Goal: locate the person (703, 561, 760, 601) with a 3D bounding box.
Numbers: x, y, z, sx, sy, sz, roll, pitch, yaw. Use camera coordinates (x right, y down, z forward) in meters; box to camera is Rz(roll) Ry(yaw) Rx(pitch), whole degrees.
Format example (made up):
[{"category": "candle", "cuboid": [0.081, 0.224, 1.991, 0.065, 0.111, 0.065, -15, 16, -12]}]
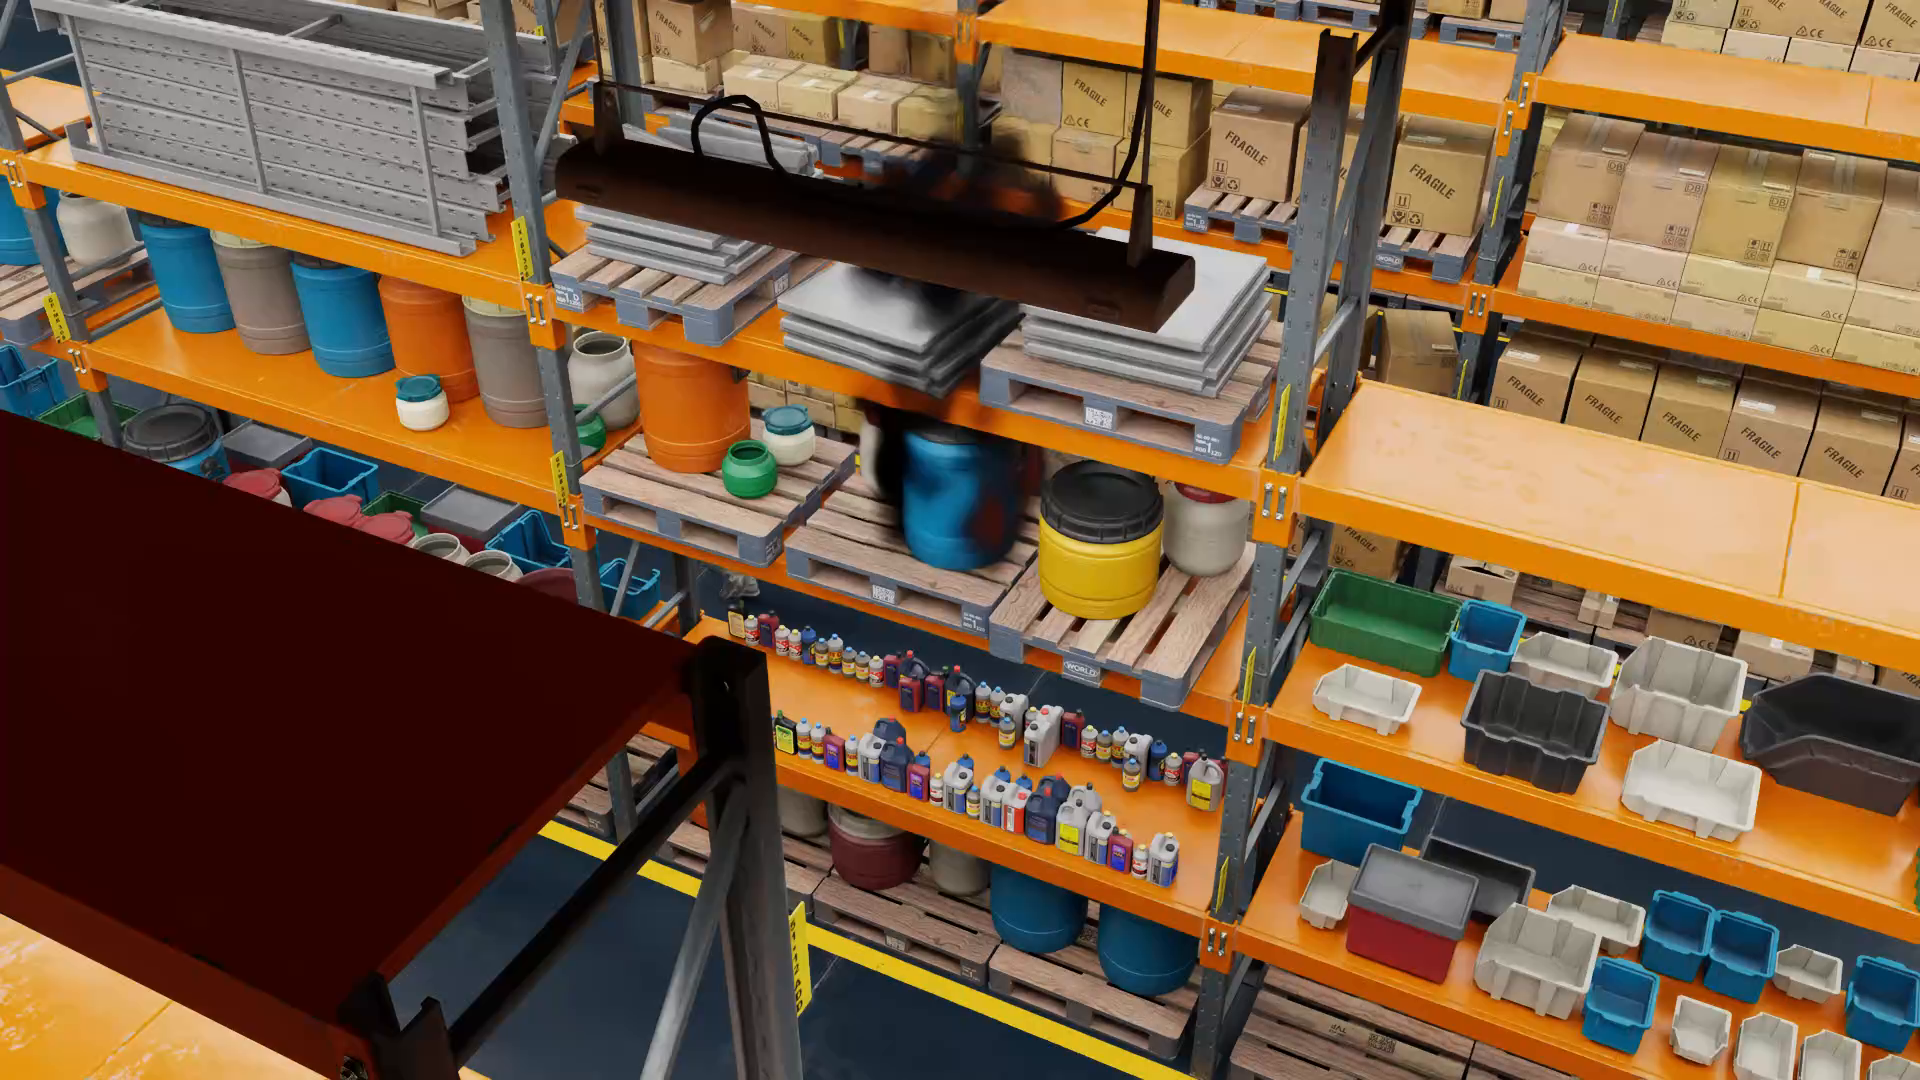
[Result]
[{"category": "person", "cuboid": [-1.873, -0.284, 12.812, 0.598, 1.656, 0.507, 10, 36, 14]}]
